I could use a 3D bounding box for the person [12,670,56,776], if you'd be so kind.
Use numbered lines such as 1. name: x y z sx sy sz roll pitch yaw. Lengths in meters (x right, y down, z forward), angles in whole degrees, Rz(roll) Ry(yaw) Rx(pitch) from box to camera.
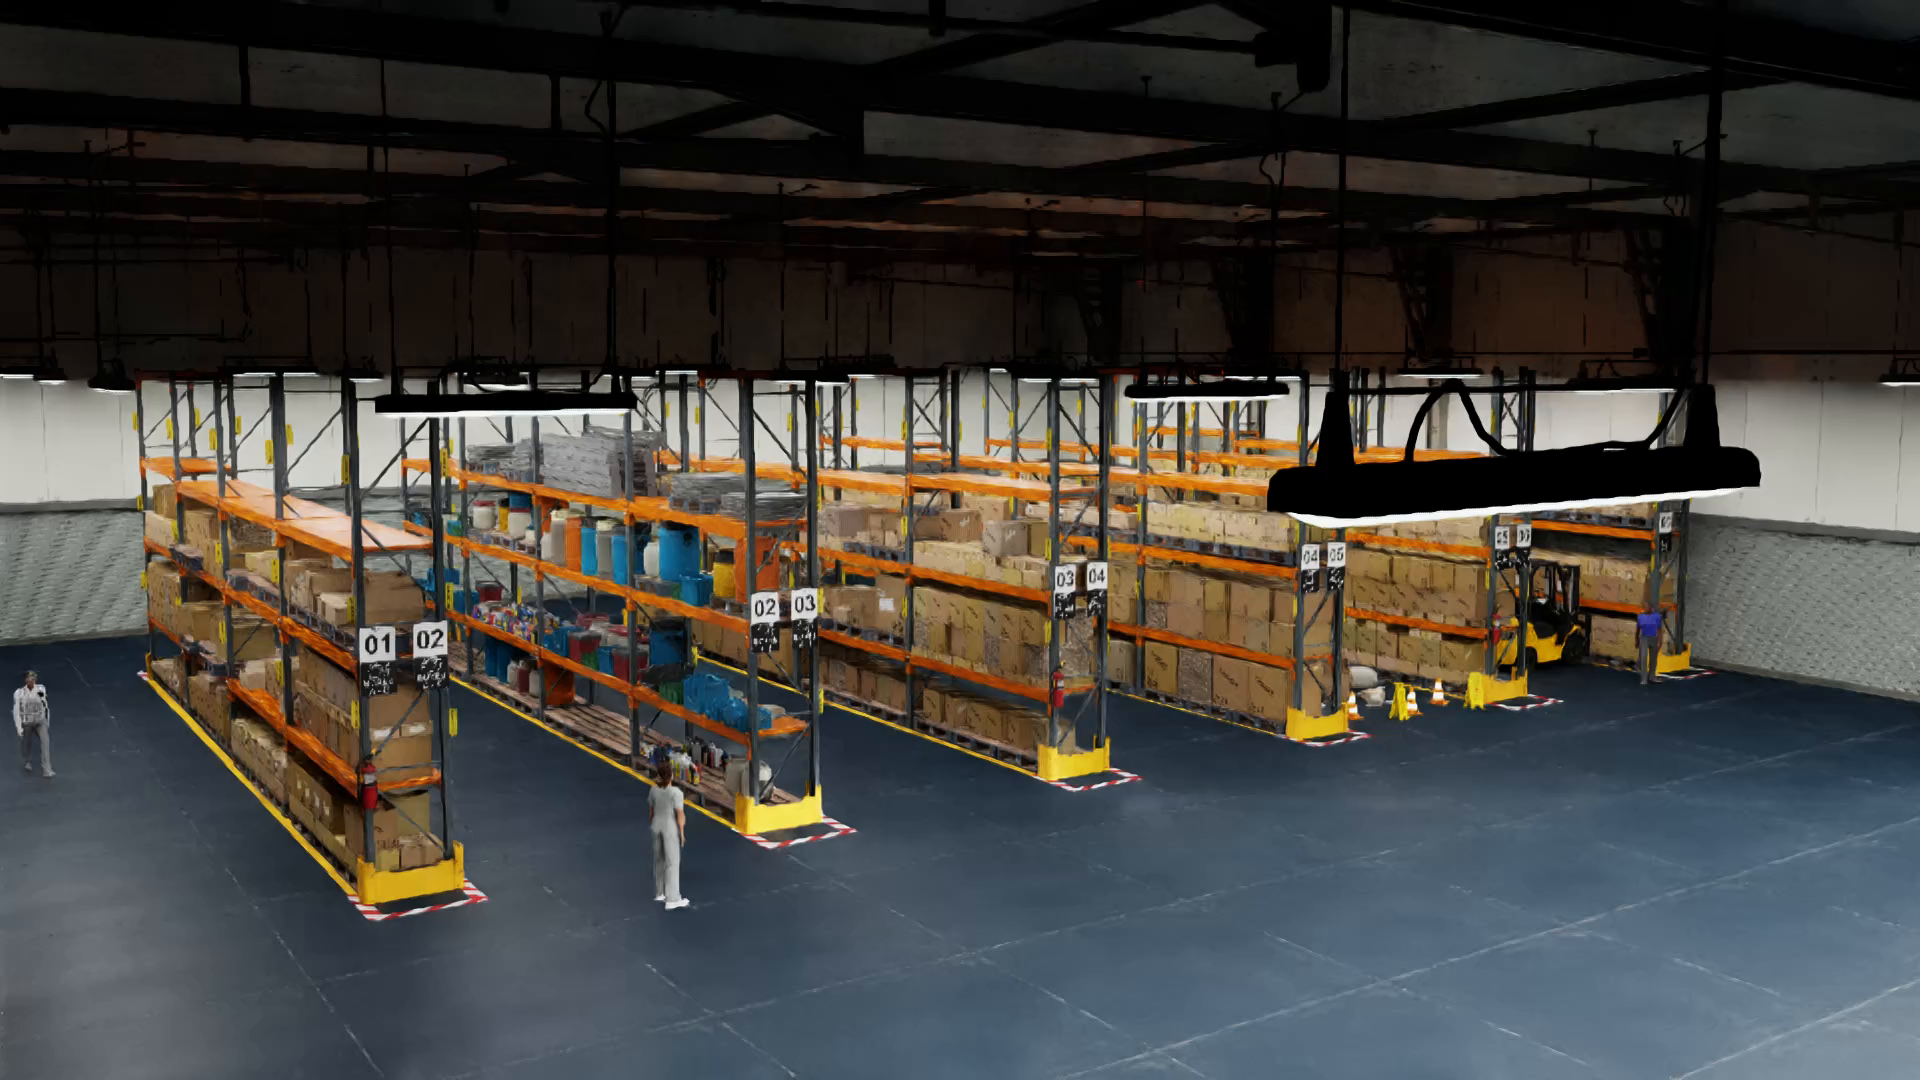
1. person: -13.887 2.711 24.890 0.498 1.585 1.058 -5 8 -36

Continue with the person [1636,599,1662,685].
1. person: 13.174 1.941 31.776 0.507 1.629 0.598 3 7 22

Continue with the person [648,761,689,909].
1. person: -3.332 3.343 19.034 0.496 1.675 0.441 3 7 26

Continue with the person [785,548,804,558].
1. person: -4.324 0.627 43.671 0.617 1.577 0.676 2 7 21
